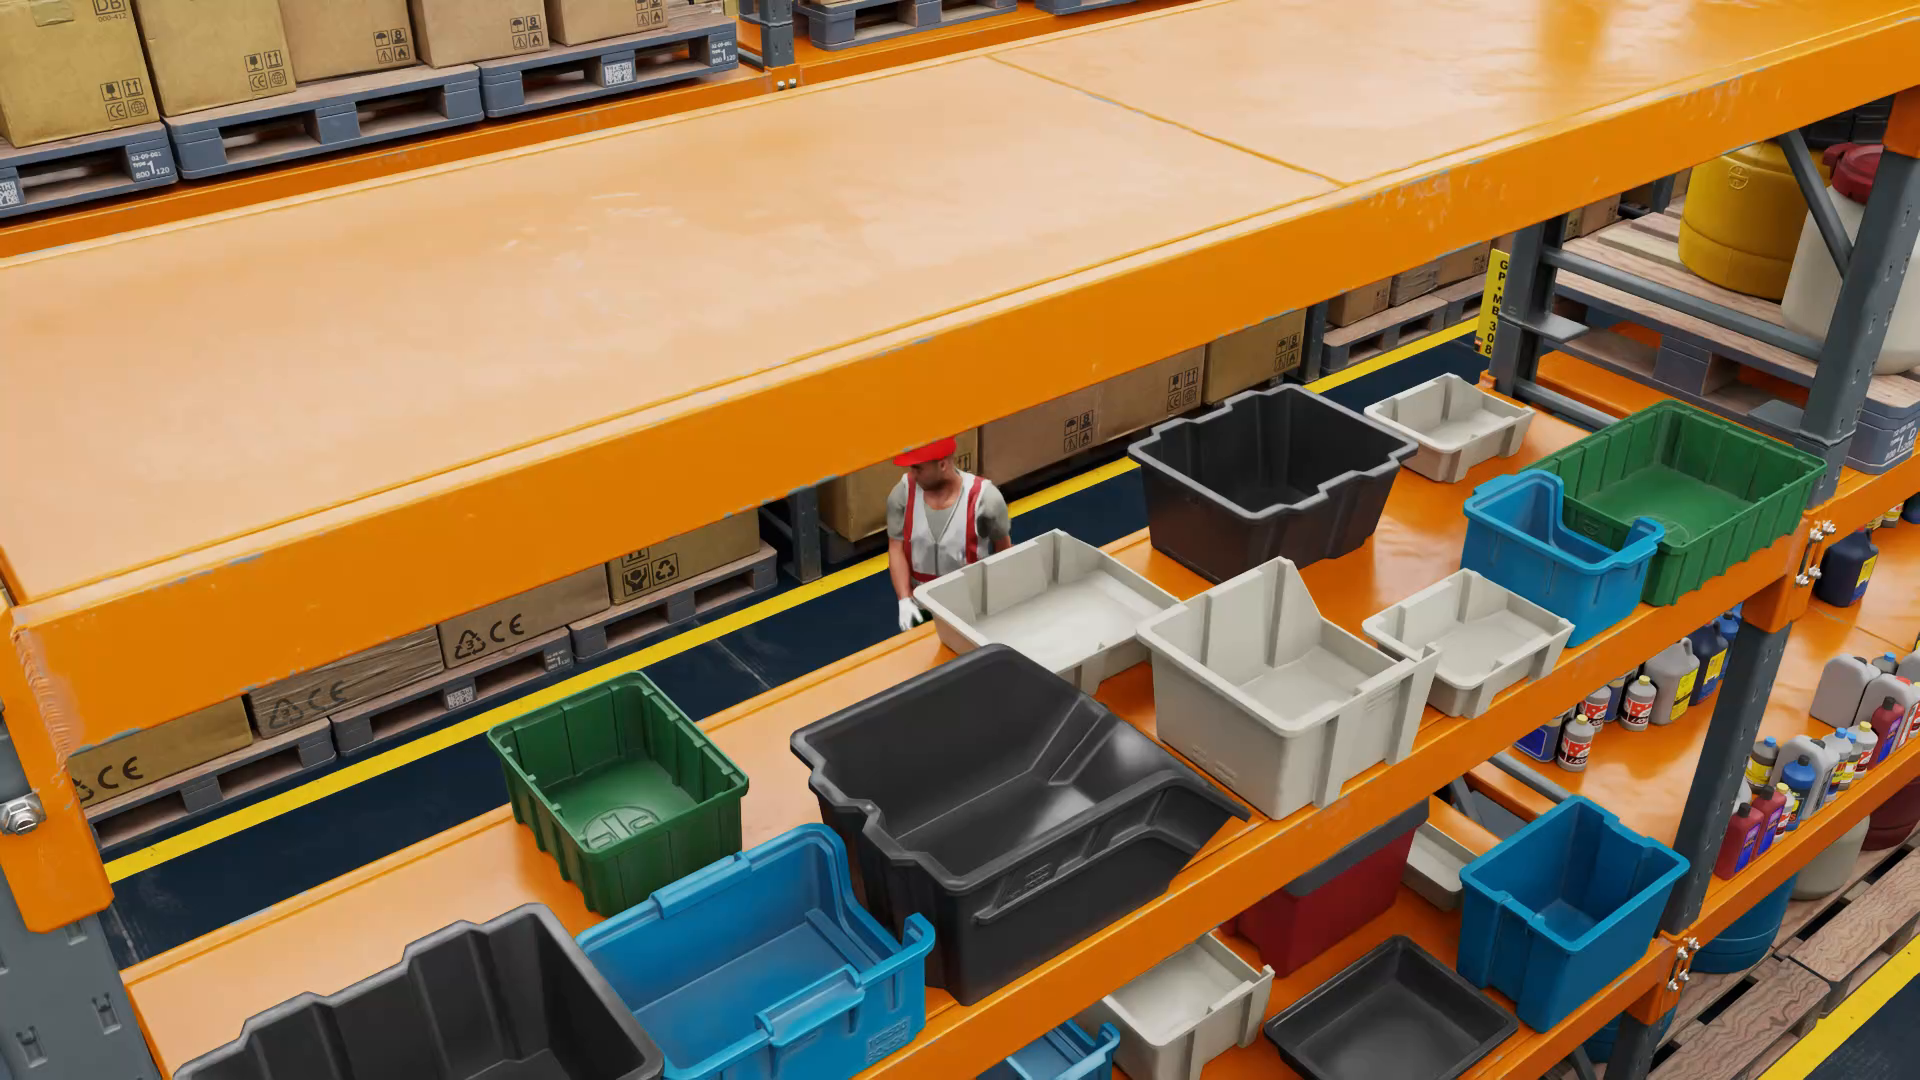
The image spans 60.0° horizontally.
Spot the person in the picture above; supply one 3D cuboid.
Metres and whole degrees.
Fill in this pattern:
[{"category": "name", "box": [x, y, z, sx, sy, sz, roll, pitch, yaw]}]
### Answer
[{"category": "person", "box": [-0.037, 0.266, 7.370, 0.579, 1.745, 0.879, 8, 33, 13]}]
